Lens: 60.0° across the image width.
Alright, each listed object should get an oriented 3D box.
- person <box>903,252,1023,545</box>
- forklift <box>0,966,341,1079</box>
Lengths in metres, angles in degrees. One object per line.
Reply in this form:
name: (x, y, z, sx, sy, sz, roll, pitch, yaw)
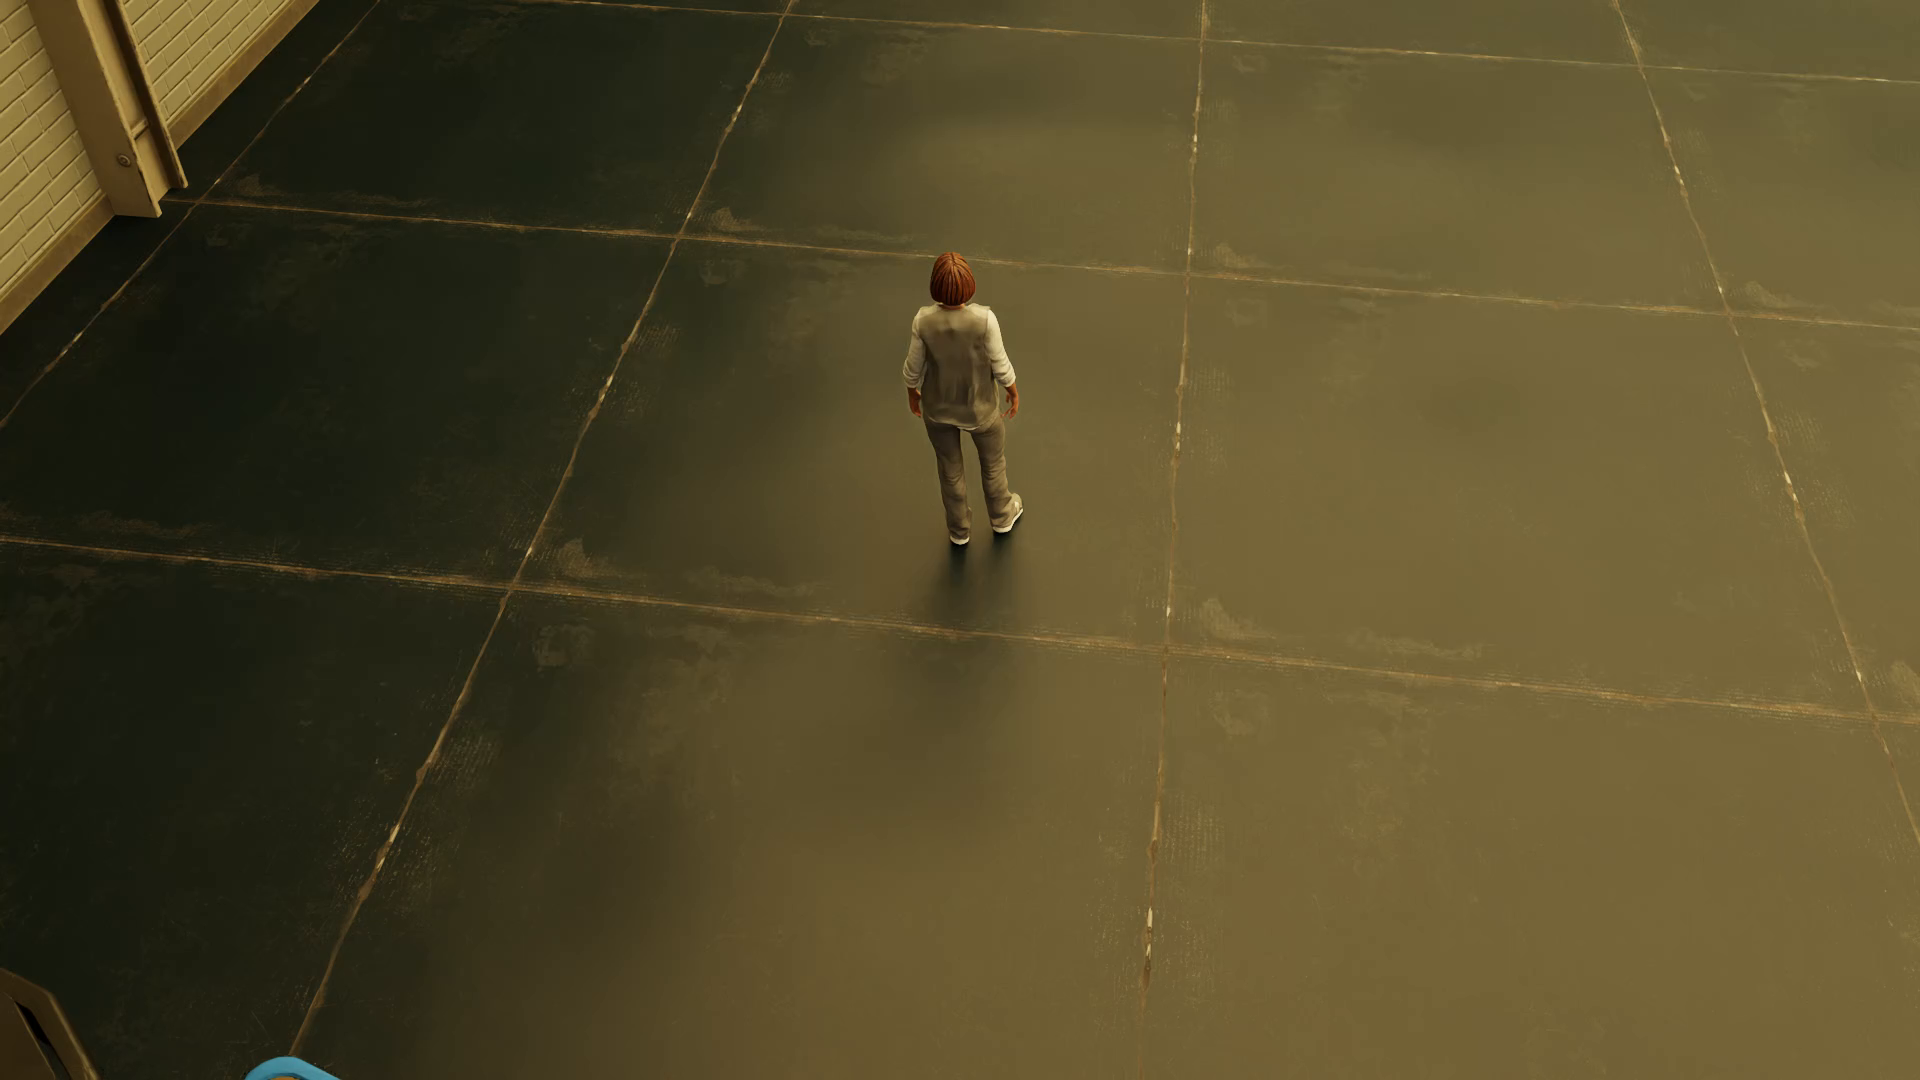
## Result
person: (0.024, -0.642, 7.398, 0.520, 1.597, 0.475, 5, 43, 6)
forklift: (-2.156, 2.202, 3.327, 1.130, 2.935, 3.031, 18, 45, 18)
